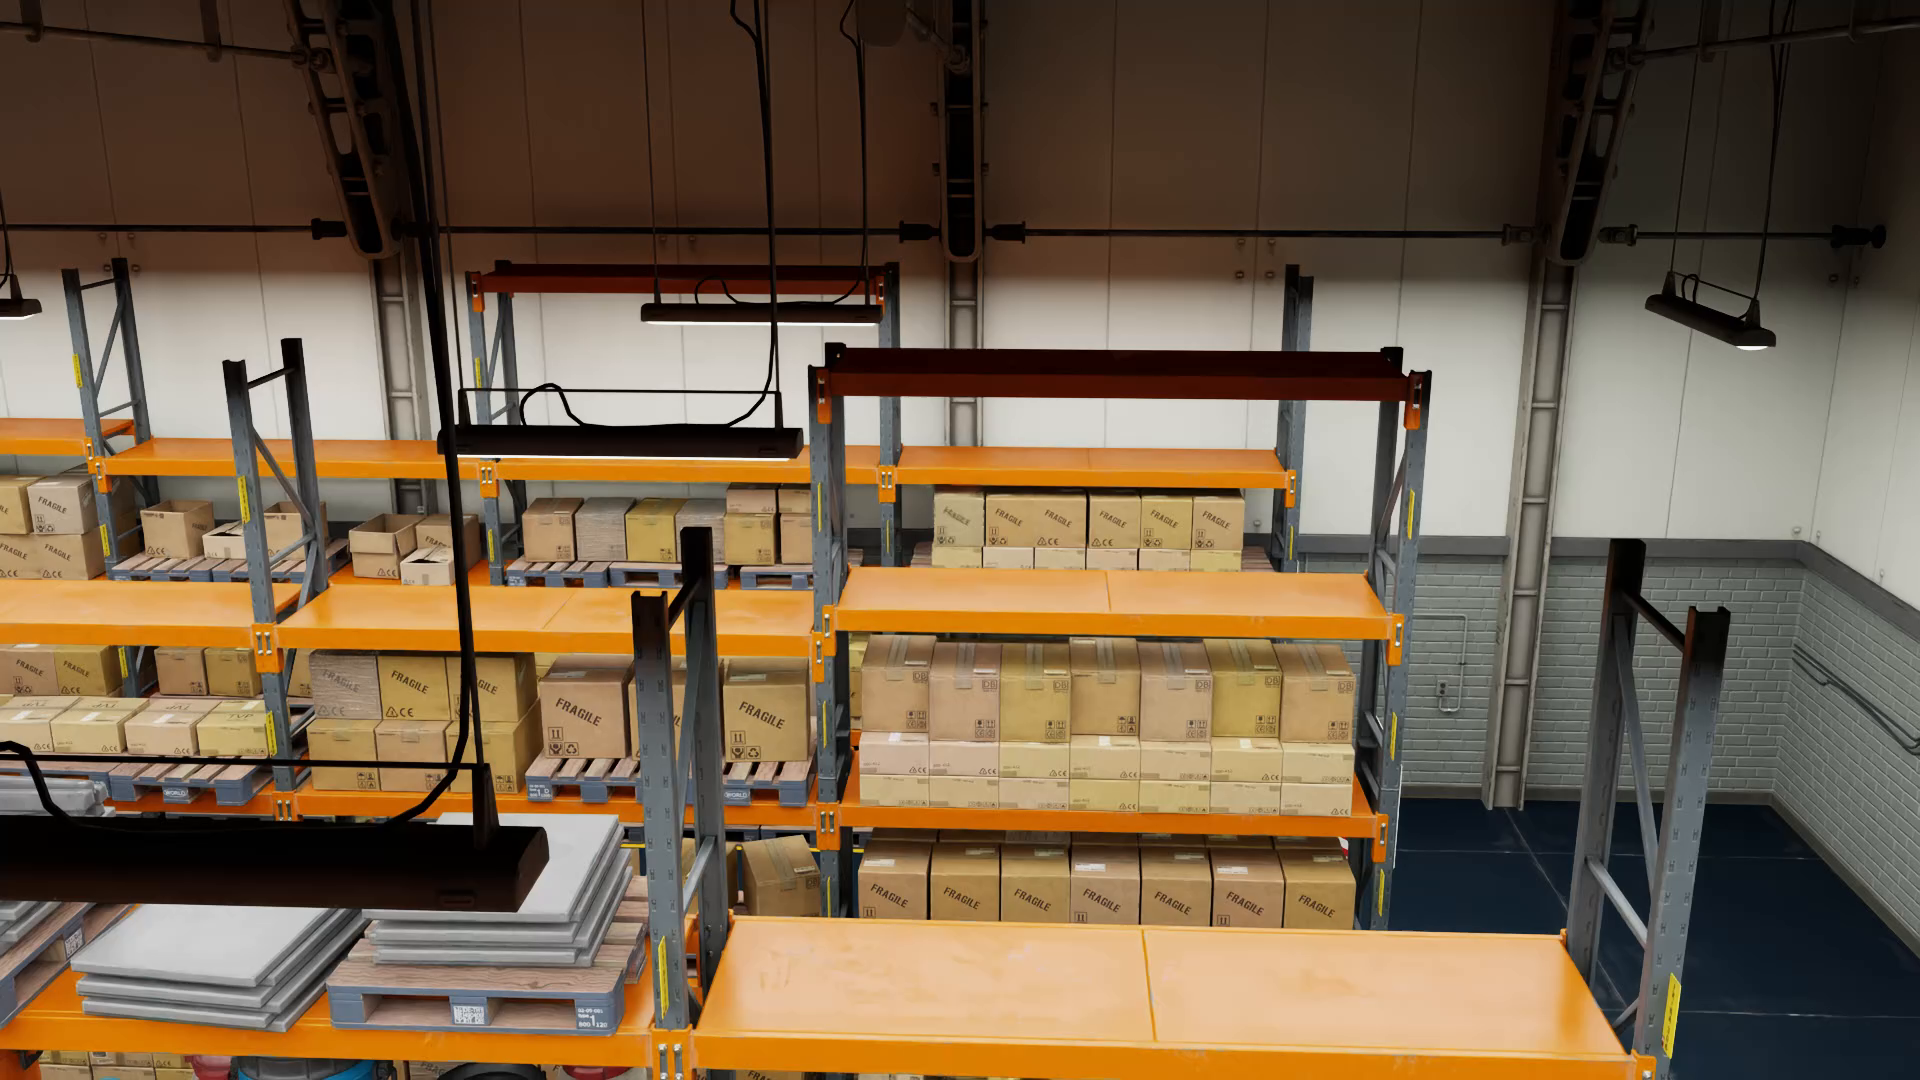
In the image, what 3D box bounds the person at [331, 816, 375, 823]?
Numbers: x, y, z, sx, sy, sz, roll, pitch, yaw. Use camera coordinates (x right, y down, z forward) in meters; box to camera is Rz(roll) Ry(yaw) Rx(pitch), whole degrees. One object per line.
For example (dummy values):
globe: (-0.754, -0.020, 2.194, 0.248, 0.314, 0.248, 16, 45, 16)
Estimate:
person: (-5.717, 2.932, 15.622, 0.949, 1.605, 0.447, 3, 16, 12)
